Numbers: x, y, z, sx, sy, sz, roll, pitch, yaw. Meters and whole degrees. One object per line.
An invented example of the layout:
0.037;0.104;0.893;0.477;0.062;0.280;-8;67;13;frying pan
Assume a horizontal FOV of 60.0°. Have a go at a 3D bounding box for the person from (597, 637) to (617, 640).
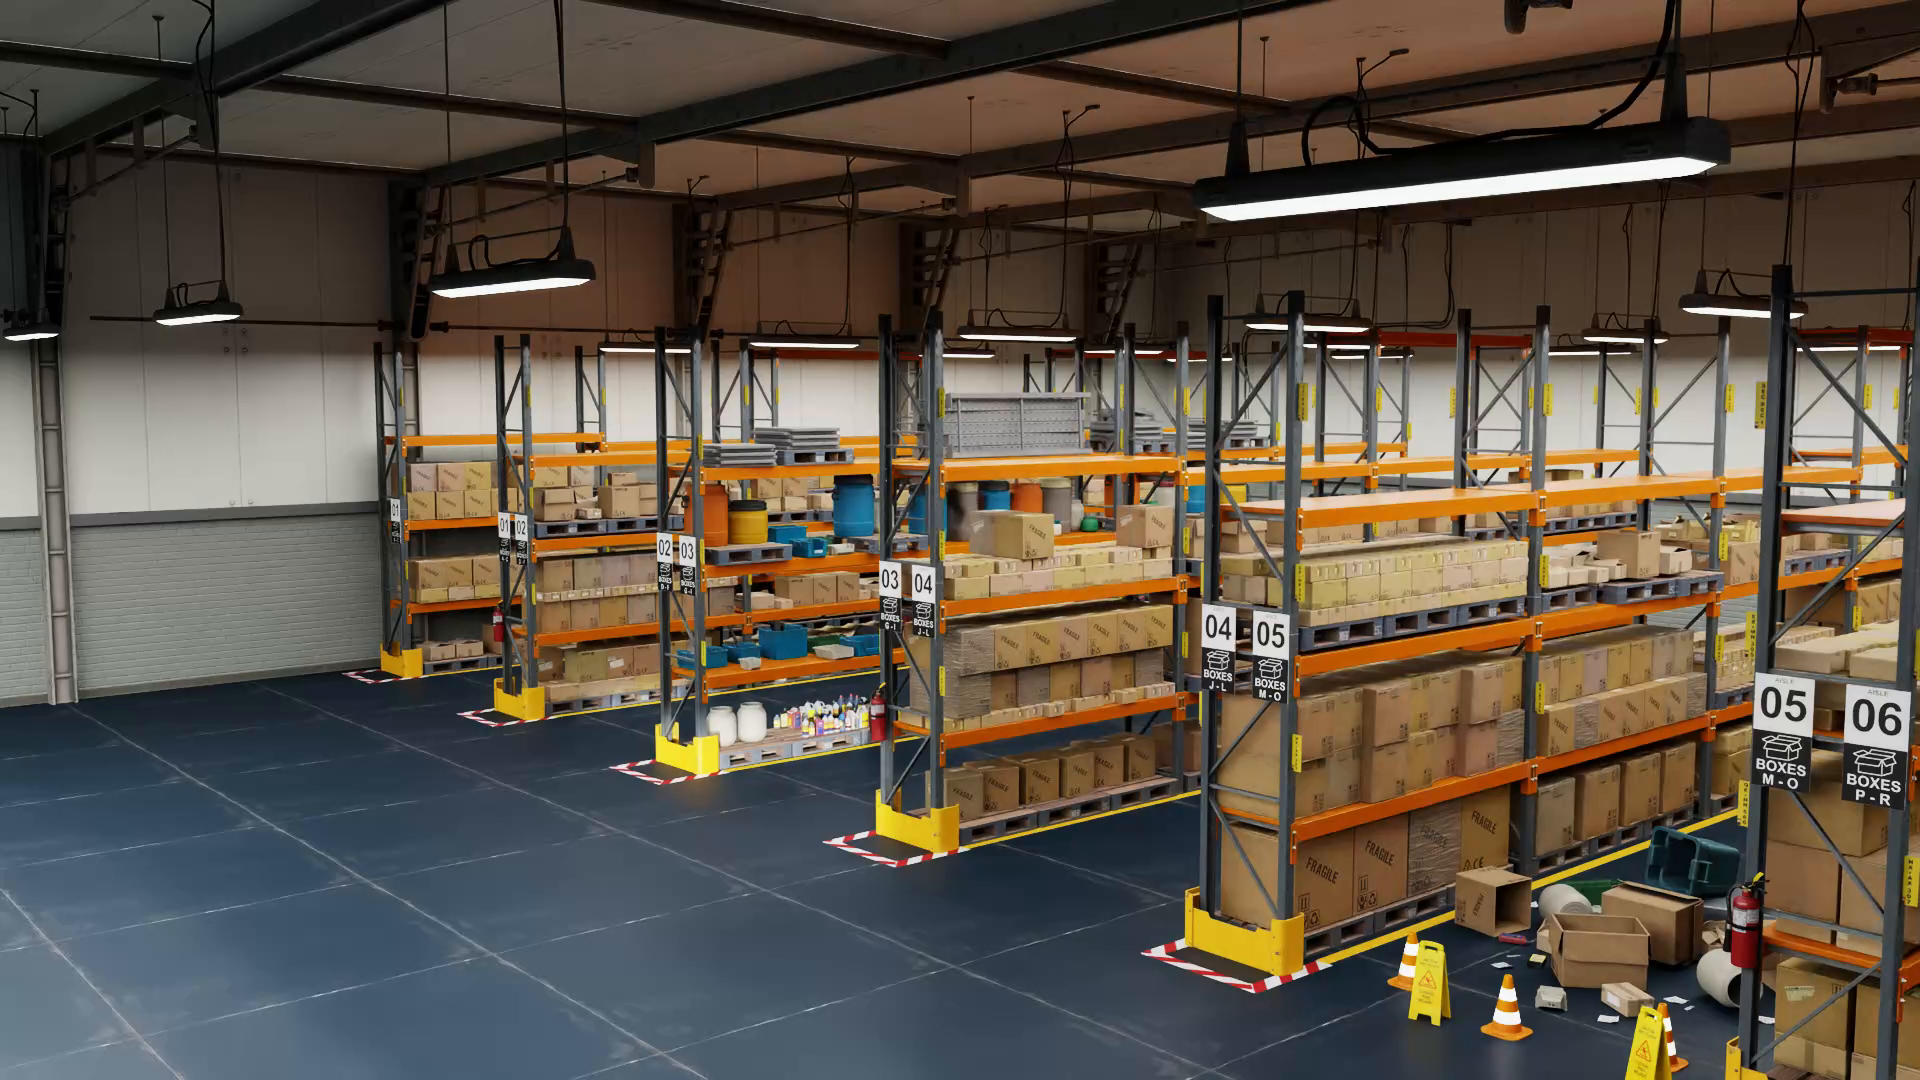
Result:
-6.602;1.597;30.472;0.458;1.571;0.921;4;6;35;person
